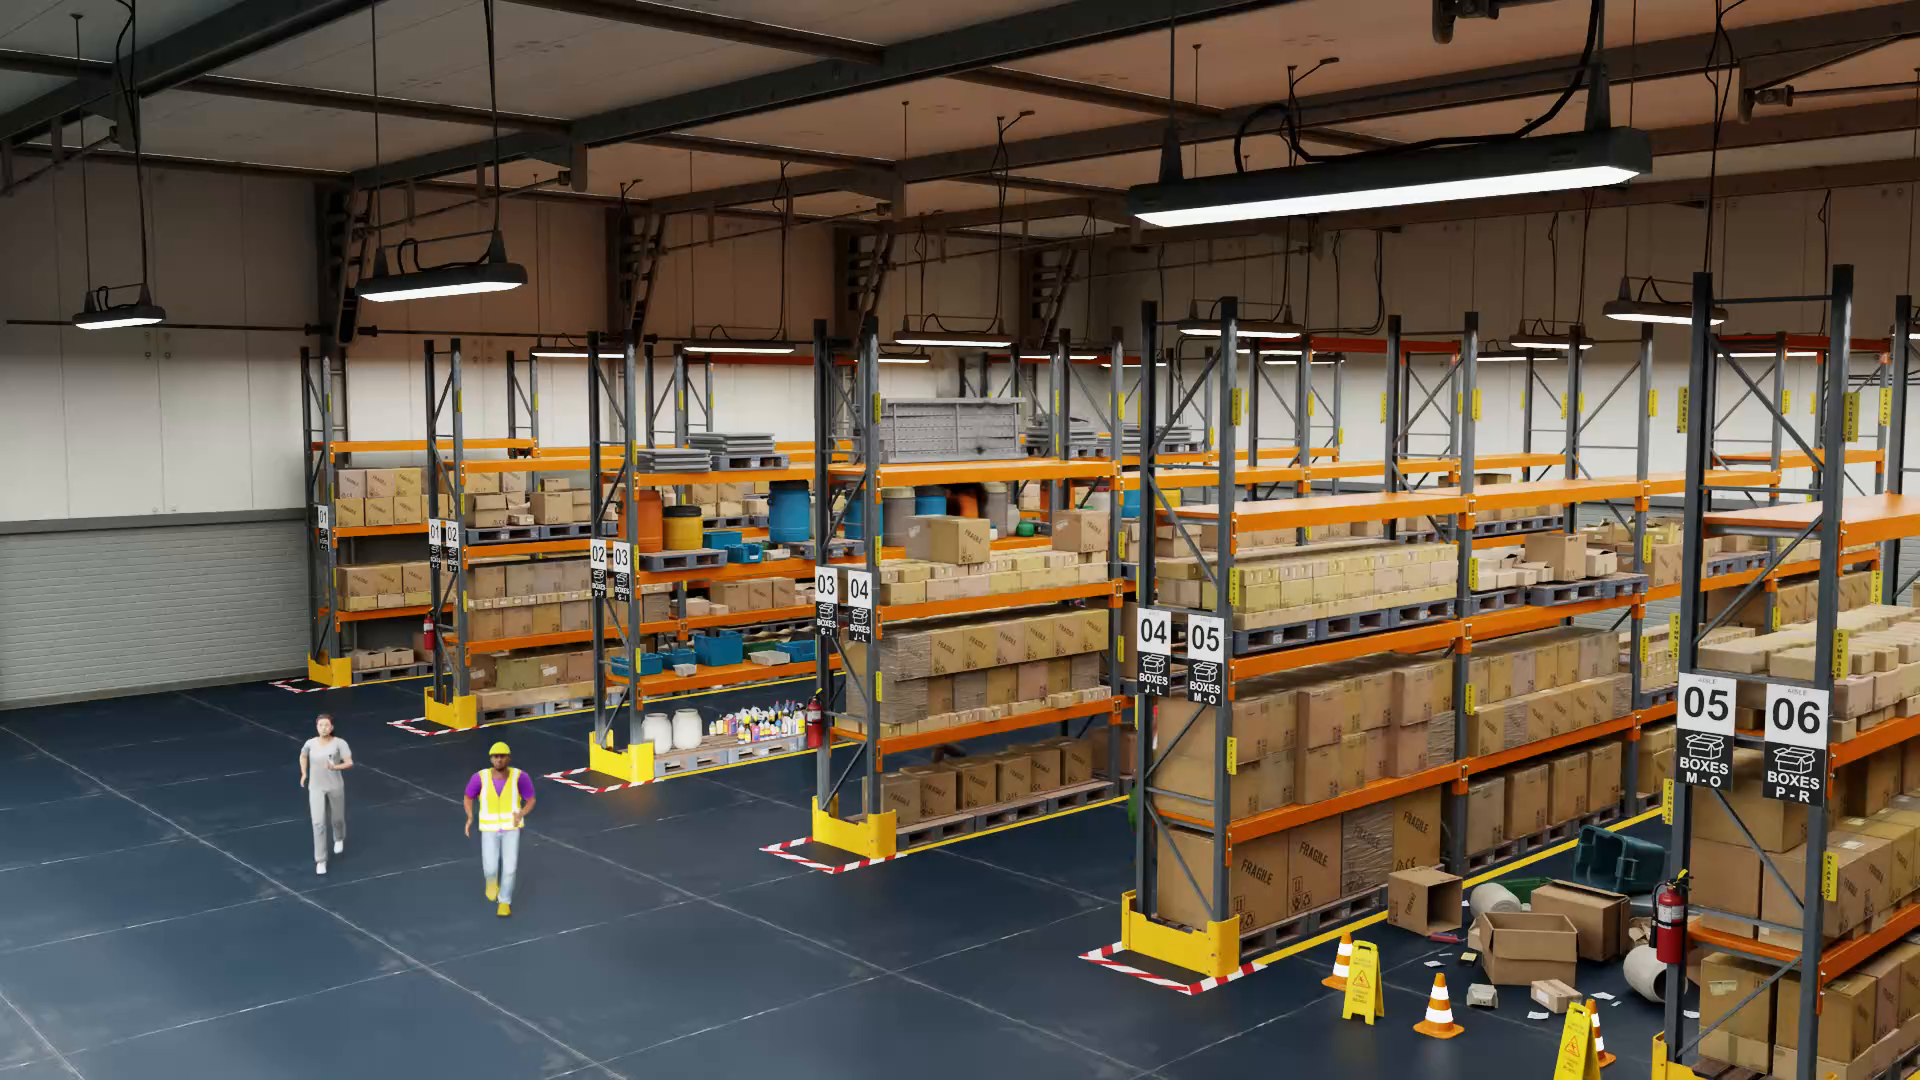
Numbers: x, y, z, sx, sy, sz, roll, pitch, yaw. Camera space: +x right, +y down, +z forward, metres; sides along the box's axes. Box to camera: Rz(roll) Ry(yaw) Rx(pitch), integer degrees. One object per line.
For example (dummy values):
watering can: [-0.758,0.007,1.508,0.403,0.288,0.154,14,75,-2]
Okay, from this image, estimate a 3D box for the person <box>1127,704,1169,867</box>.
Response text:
person: [2.099,2.693,18.143,0.642,1.816,0.738,4,6,36]

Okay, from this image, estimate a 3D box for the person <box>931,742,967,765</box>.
person: [-0.195,2.329,21.787,0.676,1.686,0.971,5,7,43]

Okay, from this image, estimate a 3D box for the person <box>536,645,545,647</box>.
person: [-7.281,1.775,29.000,0.557,1.732,0.816,4,7,42]

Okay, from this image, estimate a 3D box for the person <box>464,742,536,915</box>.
person: [-4.554,2.860,16.475,0.699,1.722,0.580,-1,5,-14]

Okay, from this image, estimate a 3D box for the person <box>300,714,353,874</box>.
person: [-6.905,2.717,18.127,0.565,1.647,0.970,-1,5,-15]
